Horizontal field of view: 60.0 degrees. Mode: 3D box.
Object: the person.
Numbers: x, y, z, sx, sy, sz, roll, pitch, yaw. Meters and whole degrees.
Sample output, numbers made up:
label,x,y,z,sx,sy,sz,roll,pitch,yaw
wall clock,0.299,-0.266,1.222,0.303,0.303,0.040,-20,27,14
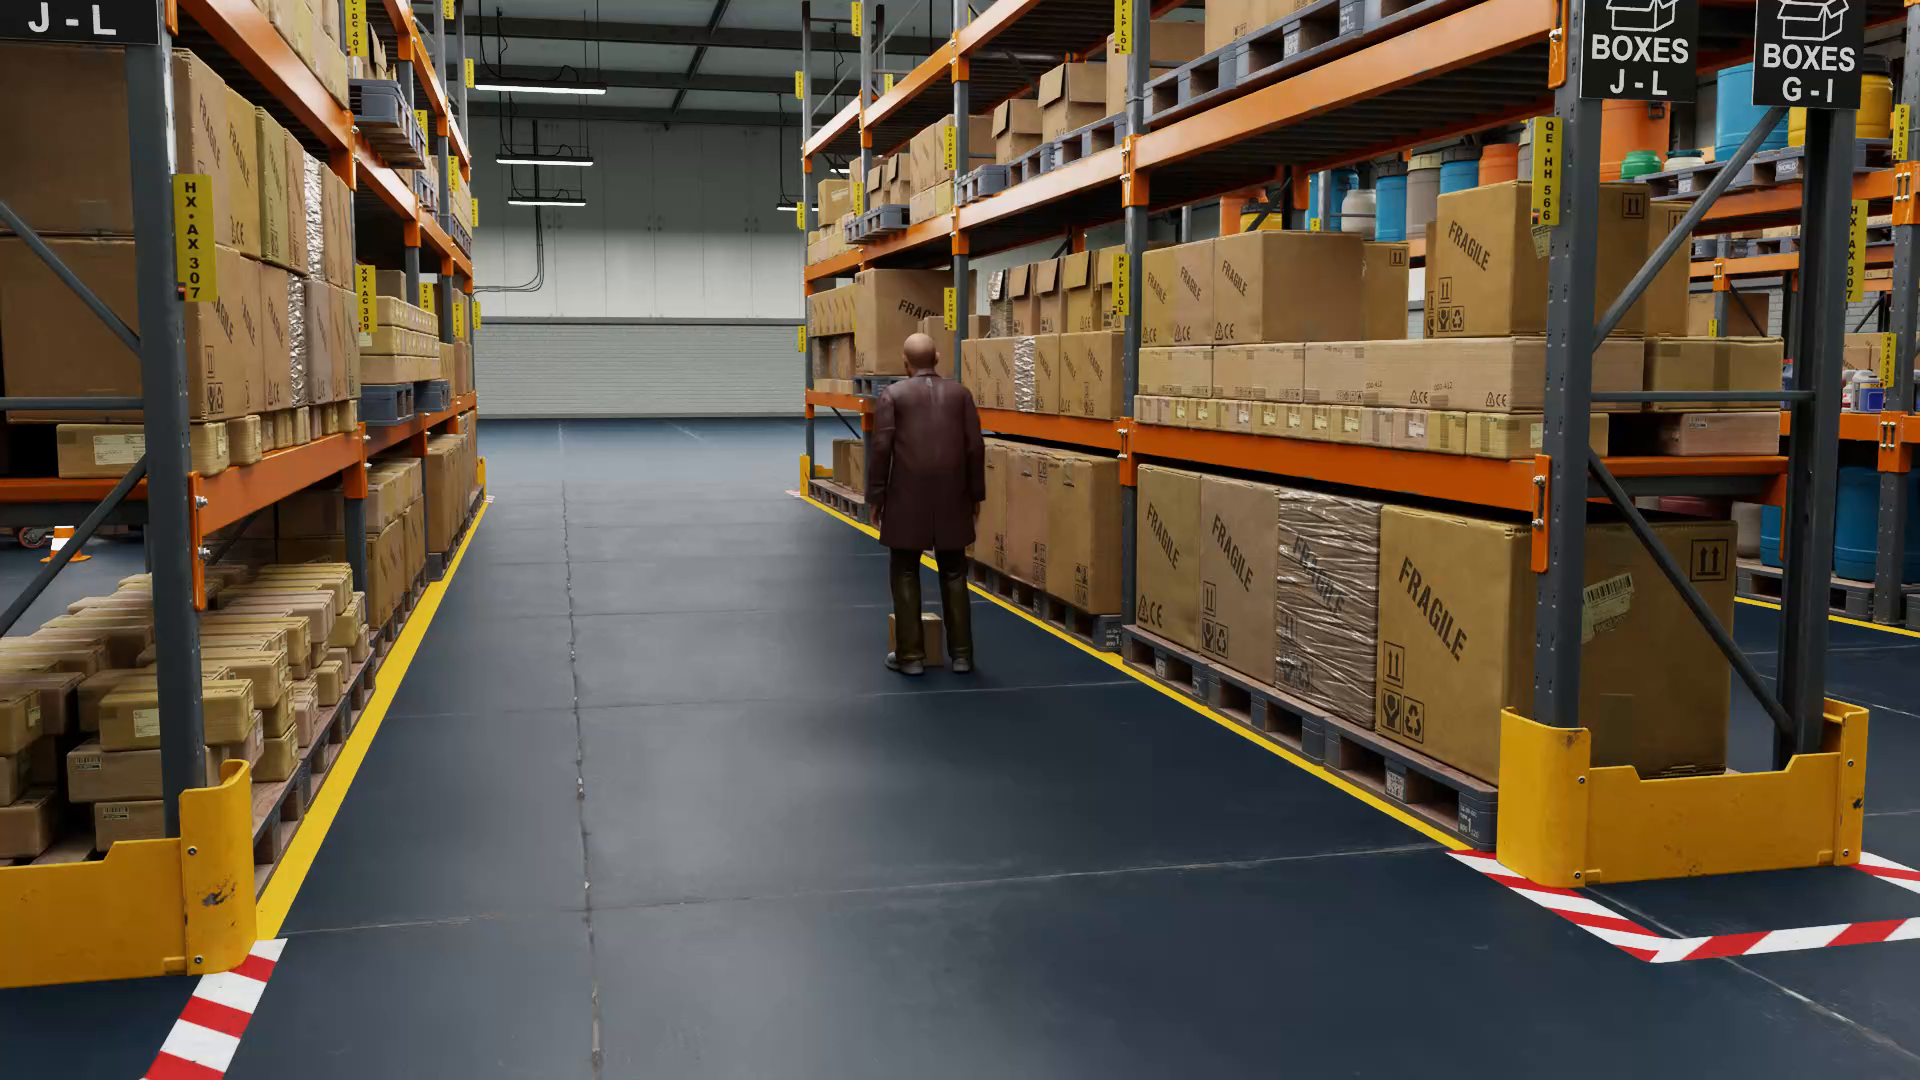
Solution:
label,x,y,z,sx,sy,sz,roll,pitch,yaw
person,-0.177,-0.193,8.724,0.650,1.774,0.418,-2,6,-15
